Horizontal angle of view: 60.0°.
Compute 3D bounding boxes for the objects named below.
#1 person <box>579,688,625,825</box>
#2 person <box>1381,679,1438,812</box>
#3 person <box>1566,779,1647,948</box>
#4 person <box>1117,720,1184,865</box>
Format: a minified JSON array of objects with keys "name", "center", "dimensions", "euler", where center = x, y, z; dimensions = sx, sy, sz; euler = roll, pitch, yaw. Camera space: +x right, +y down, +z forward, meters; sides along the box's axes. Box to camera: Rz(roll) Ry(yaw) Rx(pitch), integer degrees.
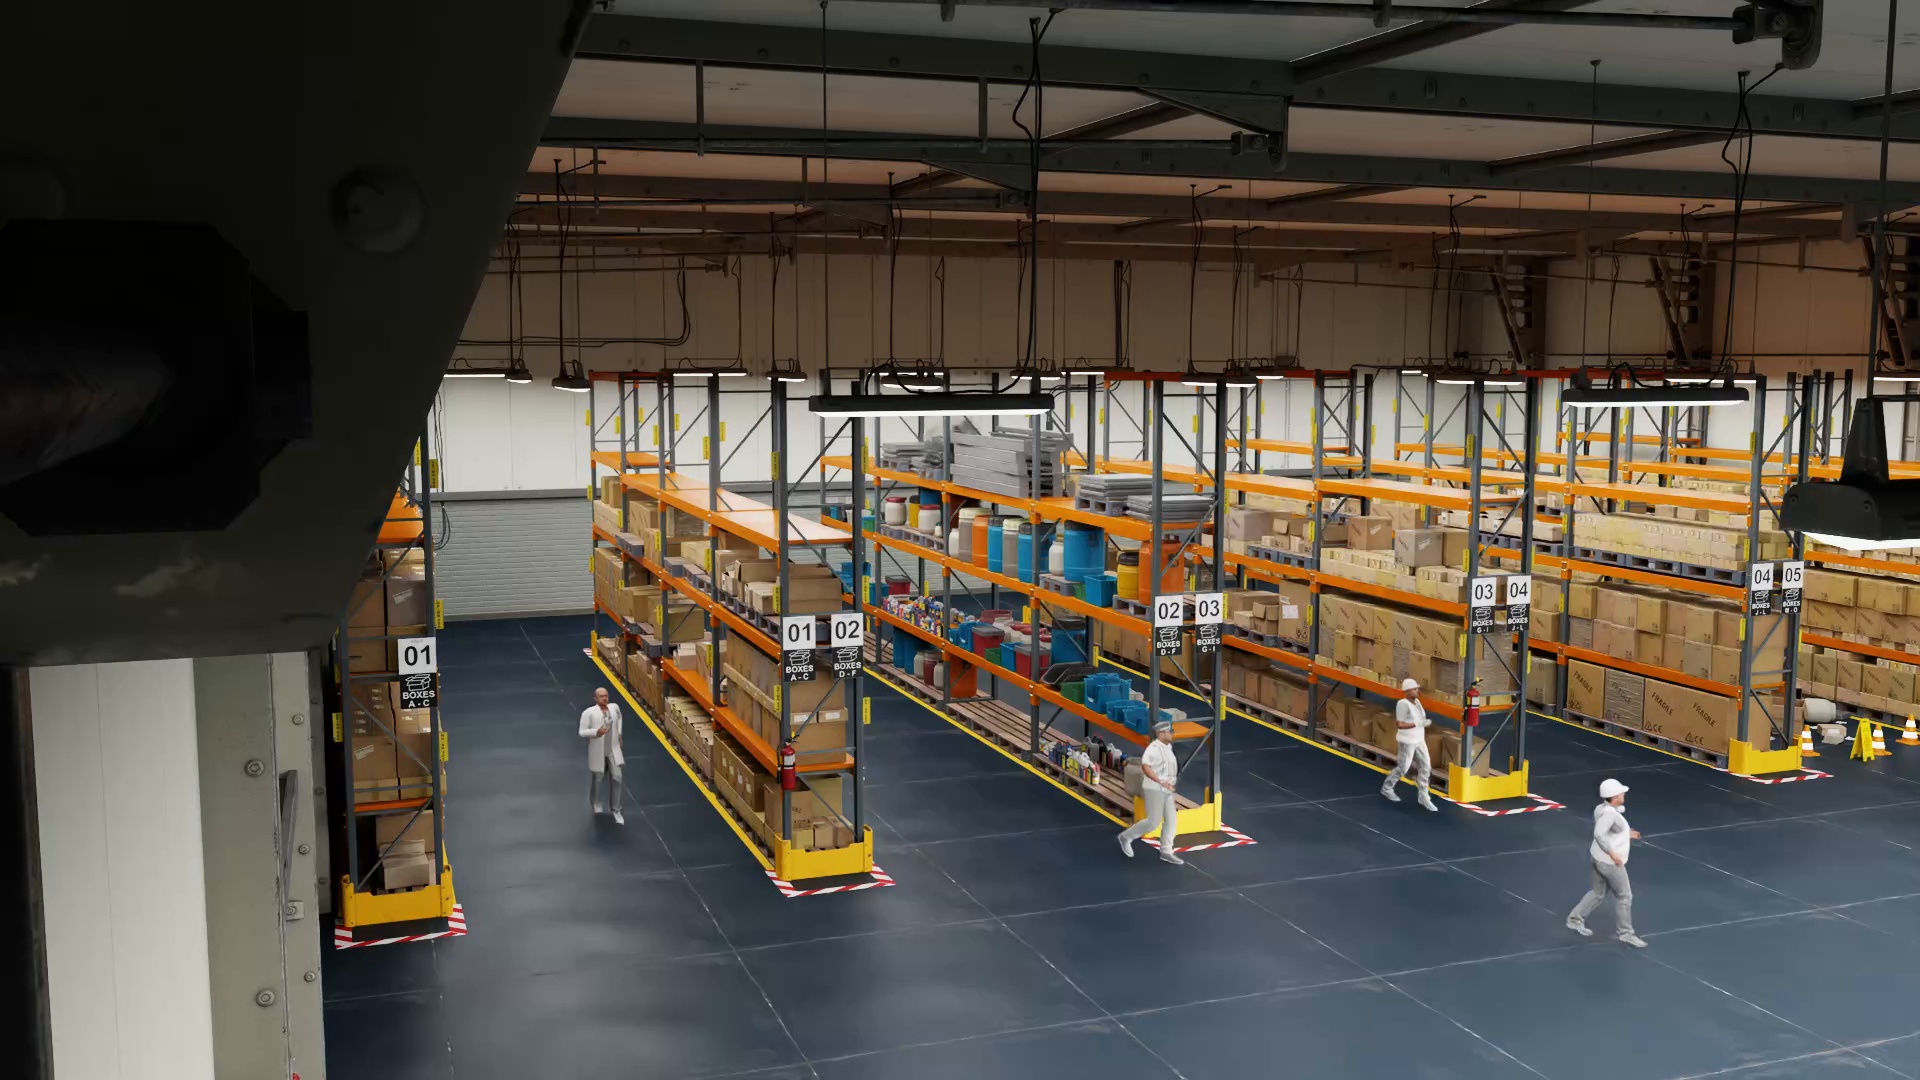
[{"name":"person","center":[-4.861,2.917,22.655],"dimensions":[0.692,1.841,0.842],"euler":[-4,7,-30]},{"name":"person","center":[6.282,2.840,23.206],"dimensions":[0.666,1.824,0.813],"euler":[-6,9,-43]},{"name":"person","center":[6.965,3.449,17.845],"dimensions":[0.811,1.800,0.652],"euler":[1,6,6]},{"name":"person","center":[2.497,3.137,20.928],"dimensions":[0.825,1.755,0.746],"euler":[3,7,28]}]
